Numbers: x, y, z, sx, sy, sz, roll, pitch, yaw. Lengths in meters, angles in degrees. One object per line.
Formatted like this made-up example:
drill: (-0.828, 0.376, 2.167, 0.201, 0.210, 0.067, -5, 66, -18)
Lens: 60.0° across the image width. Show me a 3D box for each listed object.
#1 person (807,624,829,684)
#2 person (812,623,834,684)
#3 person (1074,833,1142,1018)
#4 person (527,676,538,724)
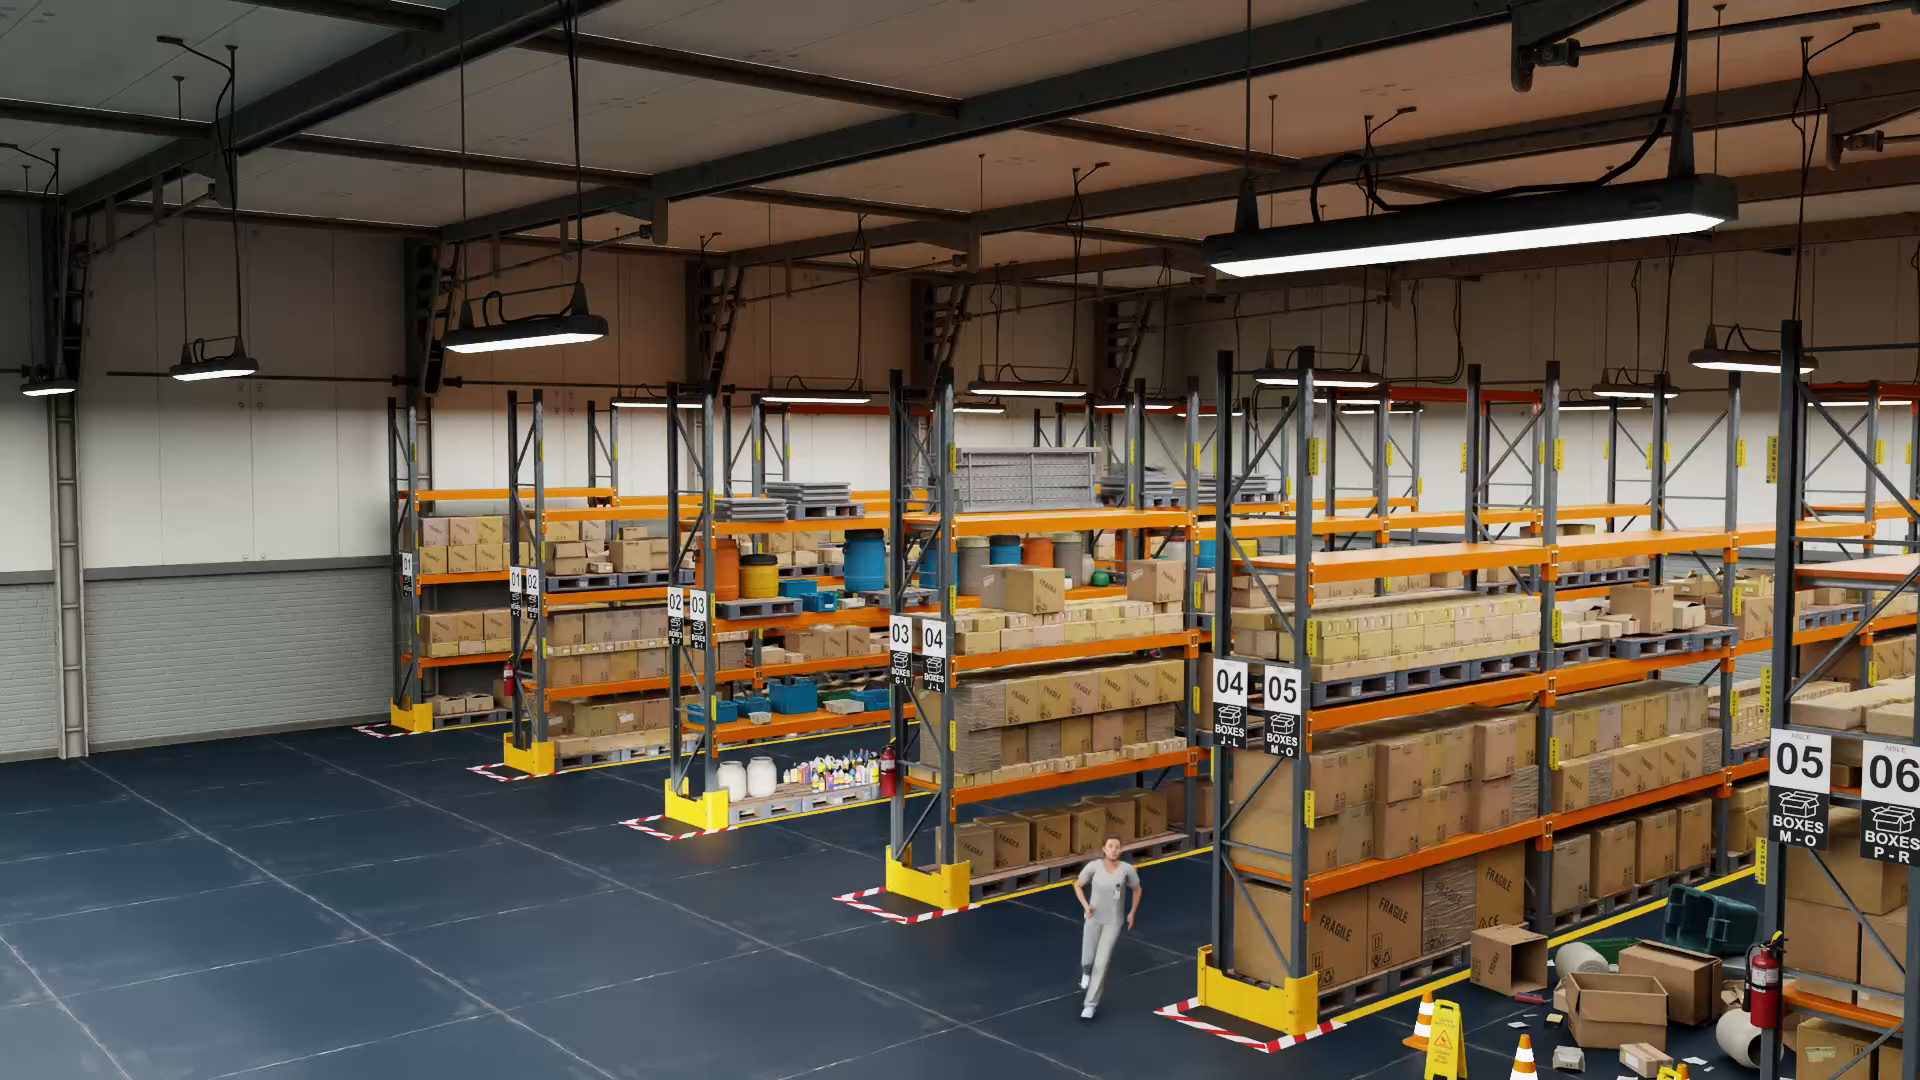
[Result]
person: (-2.819, 2.158, 32.611, 0.538, 1.610, 0.808, 3, 4, 38)
person: (-2.632, 2.176, 31.981, 0.590, 1.666, 0.619, -3, 5, -44)
person: (1.346, 3.472, 15.164, 0.612, 1.630, 0.756, 1, 3, 9)
person: (-7.093, 2.705, 28.451, 0.579, 1.637, 0.635, -3, 5, -43)
